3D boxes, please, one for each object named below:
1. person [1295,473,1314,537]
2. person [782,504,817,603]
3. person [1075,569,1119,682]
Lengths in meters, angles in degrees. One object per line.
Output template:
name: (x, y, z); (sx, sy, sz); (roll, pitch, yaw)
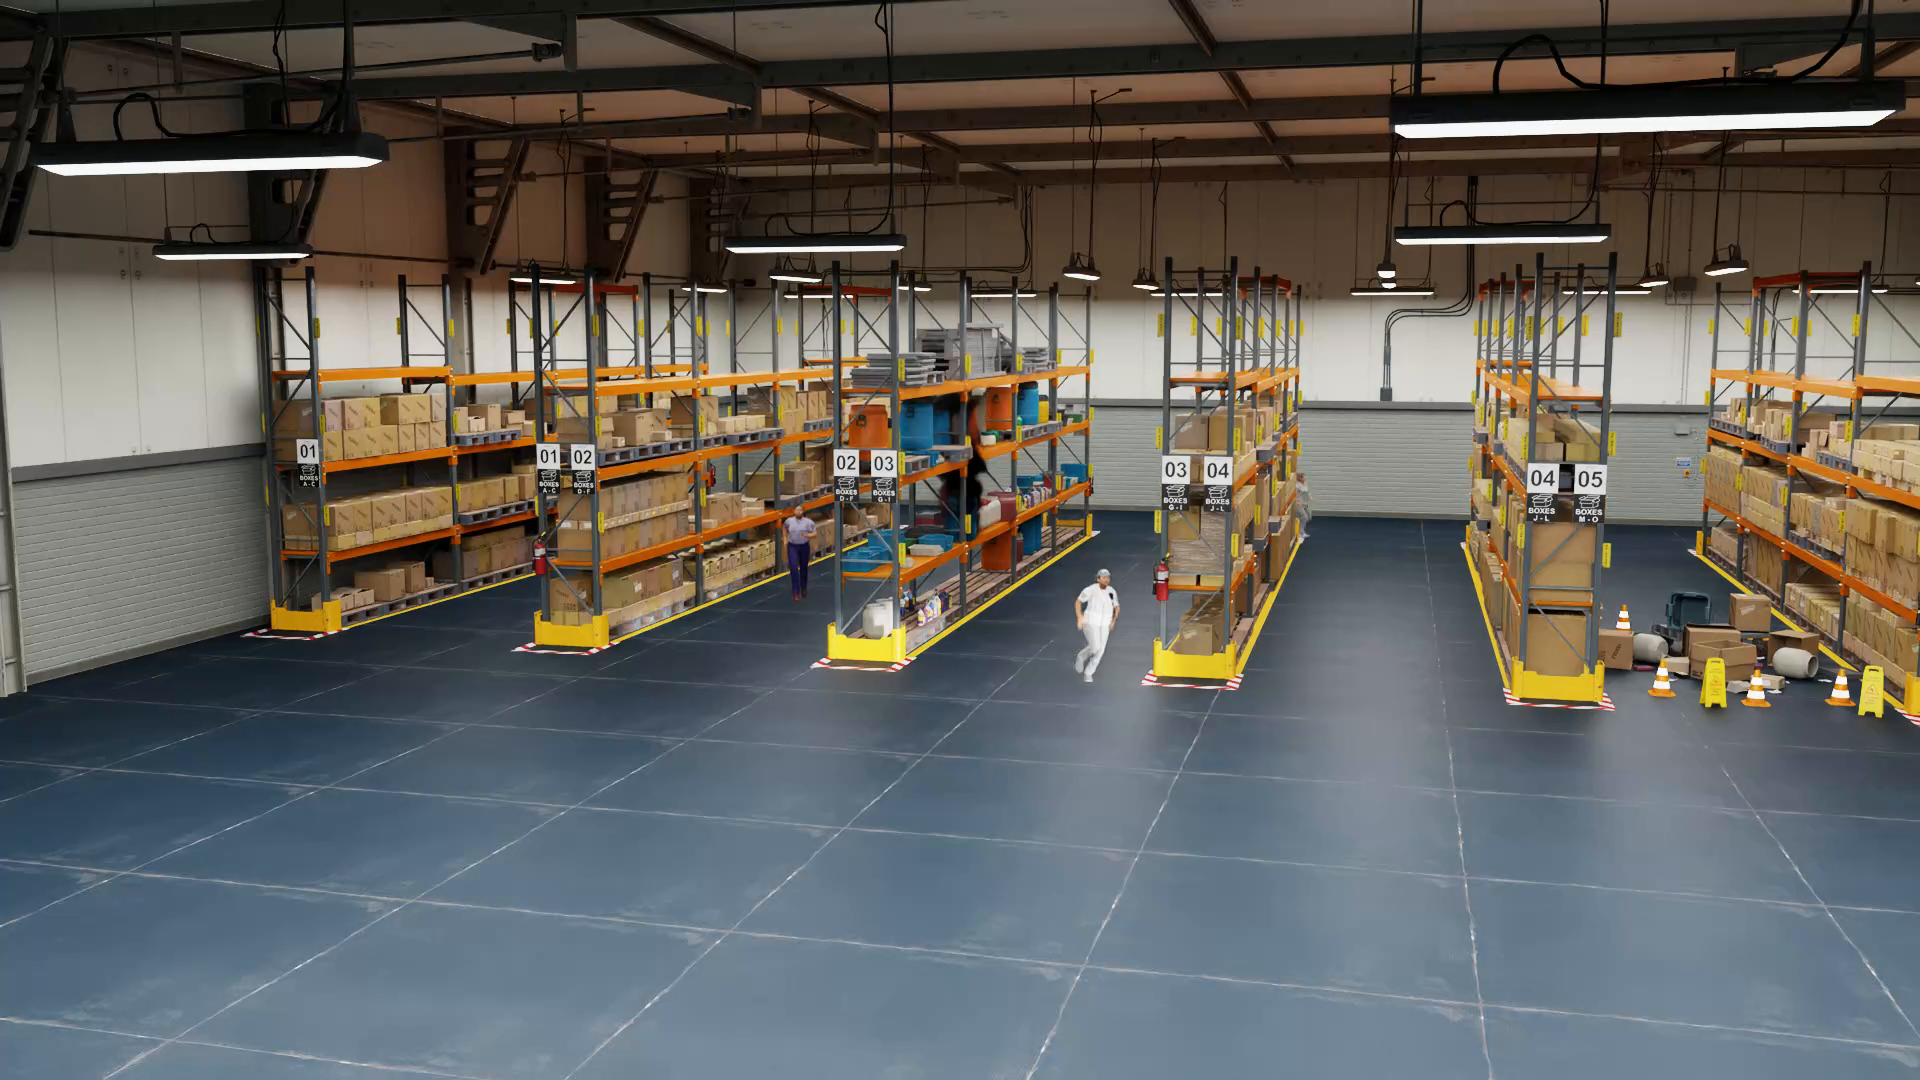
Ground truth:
person: (8.209, -0.850, 40.123); (0.576, 1.543, 0.542); (-5, 9, -34)
person: (-2.794, 0.200, 28.994); (0.591, 1.682, 0.839); (-1, 7, -6)
person: (1.999, 1.217, 23.706); (0.645, 1.595, 0.512); (-2, 8, -17)
